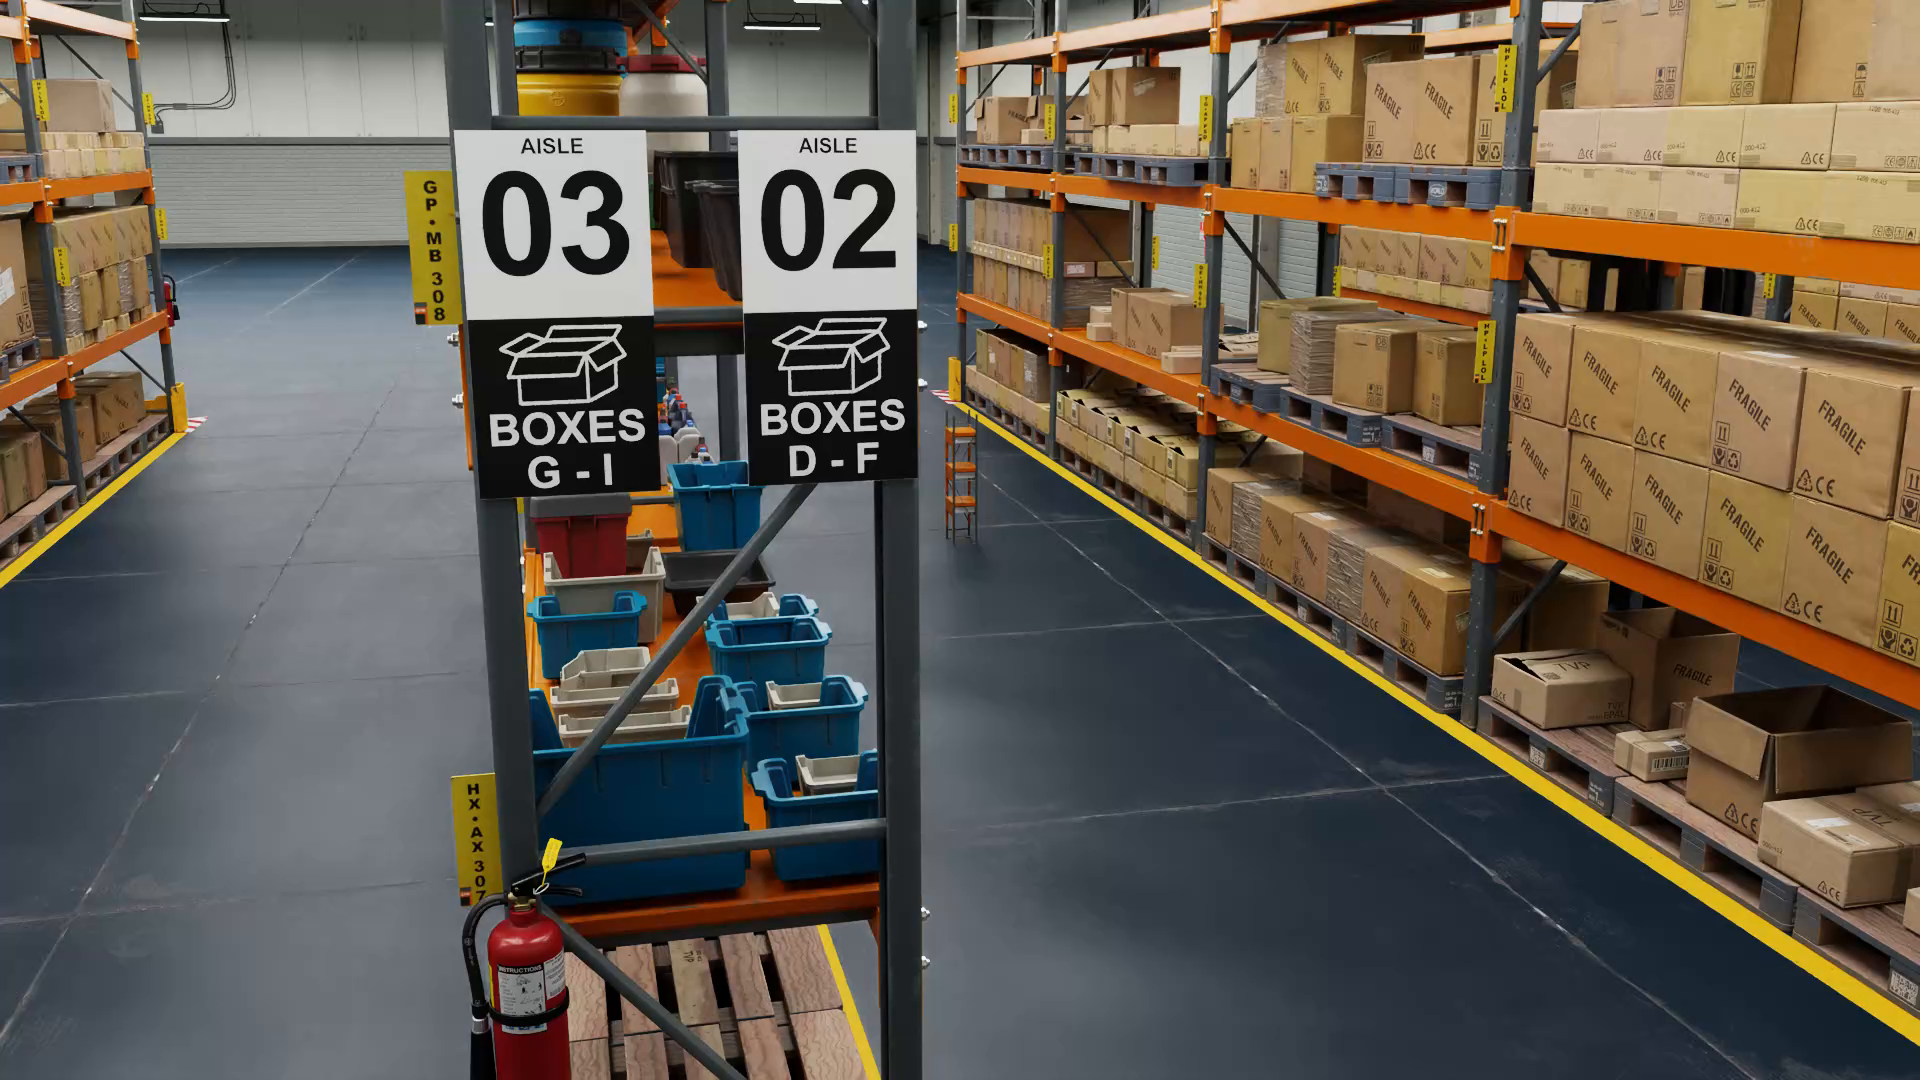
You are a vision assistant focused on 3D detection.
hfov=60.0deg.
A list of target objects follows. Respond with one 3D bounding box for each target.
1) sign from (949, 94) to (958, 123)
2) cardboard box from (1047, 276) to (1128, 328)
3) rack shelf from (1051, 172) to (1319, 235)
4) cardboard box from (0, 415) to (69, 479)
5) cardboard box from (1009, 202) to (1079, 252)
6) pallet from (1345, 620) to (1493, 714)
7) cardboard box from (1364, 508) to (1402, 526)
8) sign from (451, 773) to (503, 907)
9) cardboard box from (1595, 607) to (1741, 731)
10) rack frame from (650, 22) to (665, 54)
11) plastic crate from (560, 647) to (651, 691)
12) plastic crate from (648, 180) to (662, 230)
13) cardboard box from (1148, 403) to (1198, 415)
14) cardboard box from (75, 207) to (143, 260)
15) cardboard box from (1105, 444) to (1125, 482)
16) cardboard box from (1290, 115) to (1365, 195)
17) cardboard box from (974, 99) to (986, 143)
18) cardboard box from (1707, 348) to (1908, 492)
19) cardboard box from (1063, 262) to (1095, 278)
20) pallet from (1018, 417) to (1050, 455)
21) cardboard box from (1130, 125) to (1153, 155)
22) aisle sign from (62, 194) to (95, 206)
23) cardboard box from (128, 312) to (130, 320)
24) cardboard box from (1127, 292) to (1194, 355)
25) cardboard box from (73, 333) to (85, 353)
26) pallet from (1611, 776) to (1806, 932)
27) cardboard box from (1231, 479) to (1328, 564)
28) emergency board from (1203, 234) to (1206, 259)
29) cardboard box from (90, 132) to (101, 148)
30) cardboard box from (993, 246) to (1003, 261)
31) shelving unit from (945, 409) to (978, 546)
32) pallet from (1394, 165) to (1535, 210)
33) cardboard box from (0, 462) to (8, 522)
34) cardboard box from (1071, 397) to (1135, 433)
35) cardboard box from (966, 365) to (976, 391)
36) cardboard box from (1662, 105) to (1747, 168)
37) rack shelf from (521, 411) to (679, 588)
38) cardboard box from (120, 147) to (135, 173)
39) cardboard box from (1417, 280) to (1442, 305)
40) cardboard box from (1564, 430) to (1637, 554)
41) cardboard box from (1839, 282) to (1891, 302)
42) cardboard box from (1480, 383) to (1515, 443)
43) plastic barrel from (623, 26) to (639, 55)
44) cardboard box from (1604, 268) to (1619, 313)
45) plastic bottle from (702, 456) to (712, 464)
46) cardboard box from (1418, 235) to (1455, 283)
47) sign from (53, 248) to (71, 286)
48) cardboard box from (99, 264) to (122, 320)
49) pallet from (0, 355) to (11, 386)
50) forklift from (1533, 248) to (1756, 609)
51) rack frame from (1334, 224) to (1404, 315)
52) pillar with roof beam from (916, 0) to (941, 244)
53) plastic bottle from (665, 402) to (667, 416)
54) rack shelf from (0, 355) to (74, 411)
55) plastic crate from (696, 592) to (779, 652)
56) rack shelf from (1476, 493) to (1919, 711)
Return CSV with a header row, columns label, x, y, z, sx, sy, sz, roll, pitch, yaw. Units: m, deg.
label,x,y,z,sx,sy,sz,roll,pitch,yaw
sign,-0.079,-5.110,19.693,0.100,0.325,0.005,-3,14,-13
cardboard box,1.291,-2.447,16.911,0.700,0.500,0.500,-4,14,-15
rack shelf,1.871,-2.943,14.347,1.077,0.370,4.000,-3,14,-13
cardboard box,-8.283,-0.829,14.883,0.500,0.500,0.500,-4,14,-15
cardboard box,0.938,-3.424,18.179,0.700,0.500,0.500,-3,14,-13
pallet,3.053,0.718,10.042,1.003,0.211,1.213,-3,14,-13
cardboard box,3.039,0.070,11.161,0.500,0.500,0.500,-4,14,-15
sign,-1.127,0.702,3.888,0.100,0.325,0.005,-3,14,-13
cardboard box,3.690,0.665,8.723,0.500,0.500,0.500,-3,14,-13
rack frame,-2.475,-4.013,10.890,1.000,3.000,0.127,-3,14,-13
plastic crate,-1.194,0.470,5.611,0.298,0.136,0.250,-3,14,-13
plastic crate,-1.142,-1.449,7.163,0.450,0.188,0.662,-3,14,-13
cardboard box,2.019,-1.125,15.437,0.500,0.311,0.500,-3,14,-13
cardboard box,-8.675,-3.118,16.927,0.500,0.500,0.500,-3,14,-13
cardboard box,1.617,-0.703,14.893,0.500,0.250,0.500,-3,14,-12
cardboard box,2.718,-2.543,10.984,0.910,0.500,0.500,-3,14,-13
cardboard box,0.593,-4.866,19.304,0.797,0.503,0.637,-2,14,-9
cardboard box,3.482,-0.504,6.852,0.500,0.500,0.500,-3,14,-11
cardboard box,1.130,-2.711,16.625,0.380,0.149,0.250,-3,14,-13
pallet,1.256,-1.128,17.597,1.003,0.211,1.213,-3,14,-13
cardboard box,1.791,-3.440,14.298,0.500,0.250,0.500,-5,14,-18
aisle sign,-9.474,-3.928,17.708,0.394,0.787,0.004,-3,14,-13
cardboard box,-8.671,-2.260,16.888,0.380,0.149,0.250,-3,14,-13
cardboard box,1.808,-1.930,14.795,0.500,0.500,0.500,-3,14,-13
cardboard box,-8.033,-1.748,14.790,0.380,0.149,0.250,-3,14,-13
pallet,3.731,1.344,7.480,1.003,0.211,1.213,-3,14,-13
cardboard box,2.299,-0.132,11.985,0.500,0.500,0.500,-4,14,-15
emergency board,4.329,-5.339,28.960,0.194,1.169,0.643,-3,14,-13
cardboard box,-8.482,-3.833,15.950,0.380,0.149,0.250,-4,14,-16
cardboard box,0.589,-3.242,18.800,0.380,0.149,0.250,-4,14,-15
shelving unit,0.013,-0.498,13.252,0.215,1.050,0.252,-3,14,-13
pallet,3.196,-1.971,9.250,1.213,0.211,1.003,-3,14,-13
cardboard box,-7.880,-0.361,12.926,0.700,0.500,0.500,-5,14,-18
cardboard box,1.369,-1.212,15.795,0.500,0.311,0.500,-3,14,-14
cardboard box,0.372,-1.951,20.002,0.500,0.250,0.500,-3,14,-13
cardboard box,3.379,-1.721,7.092,0.500,0.250,0.500,-3,14,-13
rack shelf,-2.005,-0.287,9.799,1.077,0.370,4.000,-3,14,-13
cardboard box,-8.688,-3.840,16.820,0.500,0.250,0.500,-3,14,-13
cardboard box,5.568,-2.833,18.977,0.500,0.250,0.500,-3,14,-13
cardboard box,3.259,-0.249,7.914,0.500,0.500,0.500,-3,14,-12
cardboard box,7.138,-1.974,12.729,0.500,0.250,0.500,-3,14,-14
cardboard box,3.387,-0.825,9.388,0.700,0.500,0.500,-9,16,-32
plastic barrel,-2.344,-2.837,10.609,0.600,0.830,0.708,-3,14,-13
cardboard box,6.612,-2.437,15.943,0.700,0.500,0.500,-1,14,-5
plastic bottle,-1.306,-0.300,8.607,0.097,0.271,0.097,0,14,0
cardboard box,5.574,-3.198,18.890,0.500,0.500,0.500,-4,14,-15
sign,-7.690,-2.339,14.242,0.100,0.325,0.005,-3,14,-13
cardboard box,-8.650,-2.390,16.052,0.875,0.500,0.500,-3,14,-13
pallet,-7.794,-1.183,12.355,1.003,0.211,1.213,-3,14,-13
forklift,4.864,-1.186,12.106,1.130,2.935,3.031,-4,14,-14
rack frame,5.277,-3.496,21.416,1.000,3.000,0.127,-3,14,-13
pillar with roof beam,-4.949,-12.978,47.586,9.100,9.000,0.548,-3,14,-13
plastic bottle,-1.901,-0.851,11.010,0.097,0.201,0.097,0,14,0
rack shelf,-7.759,-0.934,12.446,1.077,0.370,4.000,-3,14,-13
plastic crate,-0.834,0.308,6.274,0.293,0.136,0.466,-3,14,-13
rack shelf,3.750,0.360,7.148,1.077,0.370,4.000,-3,14,-13
